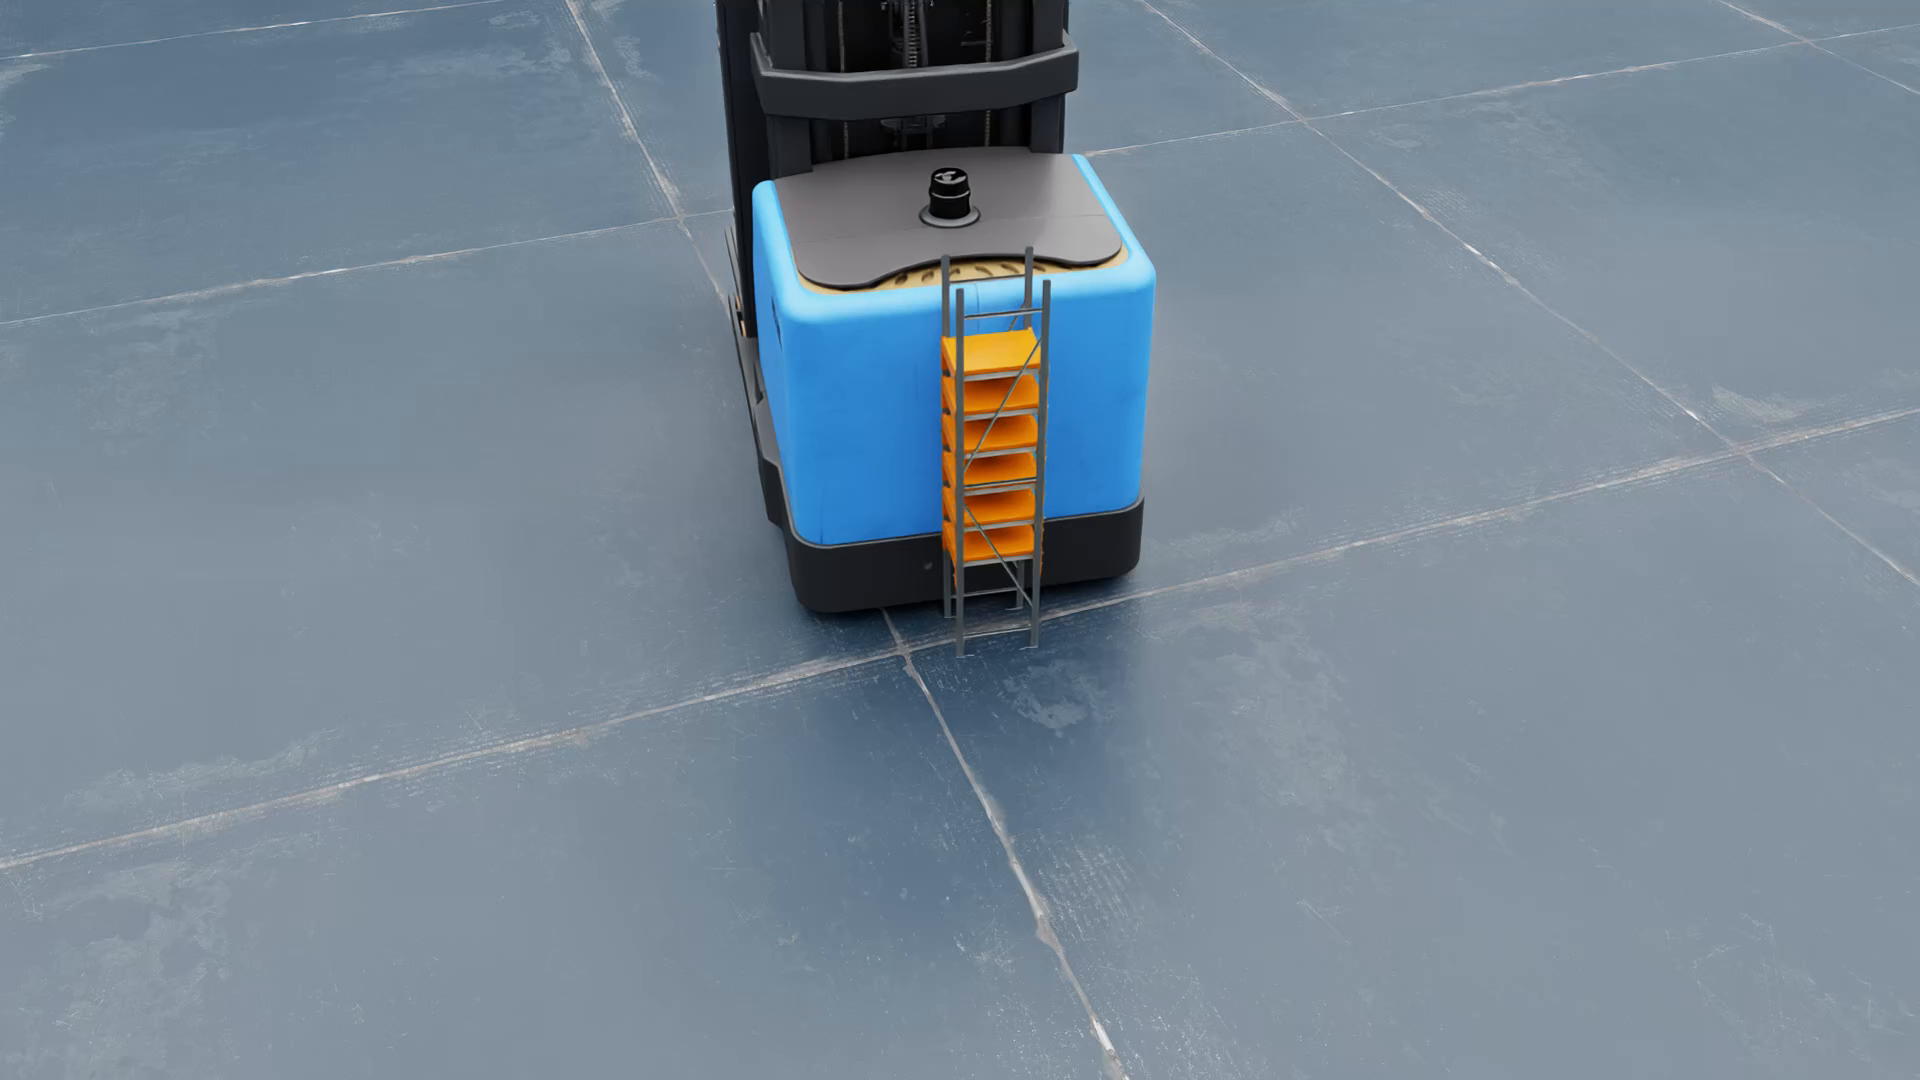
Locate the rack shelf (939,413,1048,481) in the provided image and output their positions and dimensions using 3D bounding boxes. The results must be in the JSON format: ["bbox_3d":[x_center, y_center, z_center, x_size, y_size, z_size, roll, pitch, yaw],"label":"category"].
[{"bbox_3d":[0.089,-0.265,4.479,0.258,0.103,0.180,-7,38,-9],"label":"rack shelf"}]

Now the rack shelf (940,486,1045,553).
[{"bbox_3d":[0.089,-0.073,4.623,0.258,0.103,0.180,-7,38,-9],"label":"rack shelf"}]

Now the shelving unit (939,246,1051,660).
[{"bbox_3d":[0.089,-0.204,4.524,0.258,1.200,0.189,-7,38,-9],"label":"shelving unit"}]

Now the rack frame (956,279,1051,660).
[{"bbox_3d":[0.107,-0.150,4.453,0.240,1.200,0.006,-7,38,-9],"label":"rack frame"}]

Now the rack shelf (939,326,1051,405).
[{"bbox_3d":[0.089,-0.456,4.334,0.258,0.103,0.180,-7,38,-9],"label":"rack shelf"}]

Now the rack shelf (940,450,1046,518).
[{"bbox_3d":[0.089,-0.169,4.551,0.258,0.103,0.180,-7,38,-9],"label":"rack shelf"}]

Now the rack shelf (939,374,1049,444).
[{"bbox_3d":[0.089,-0.361,4.406,0.258,0.103,0.180,-7,38,-9],"label":"rack shelf"}]

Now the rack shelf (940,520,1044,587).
[{"bbox_3d":[0.089,0.023,4.695,0.258,0.103,0.180,-7,38,-9],"label":"rack shelf"}]

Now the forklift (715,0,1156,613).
[{"bbox_3d":[-0.253,-1.844,5.262,1.130,2.935,3.031,-7,38,-9],"label":"forklift"}]

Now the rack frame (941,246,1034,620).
[{"bbox_3d":[0.070,-0.258,4.596,0.240,1.200,0.006,-7,38,-9],"label":"rack frame"}]
